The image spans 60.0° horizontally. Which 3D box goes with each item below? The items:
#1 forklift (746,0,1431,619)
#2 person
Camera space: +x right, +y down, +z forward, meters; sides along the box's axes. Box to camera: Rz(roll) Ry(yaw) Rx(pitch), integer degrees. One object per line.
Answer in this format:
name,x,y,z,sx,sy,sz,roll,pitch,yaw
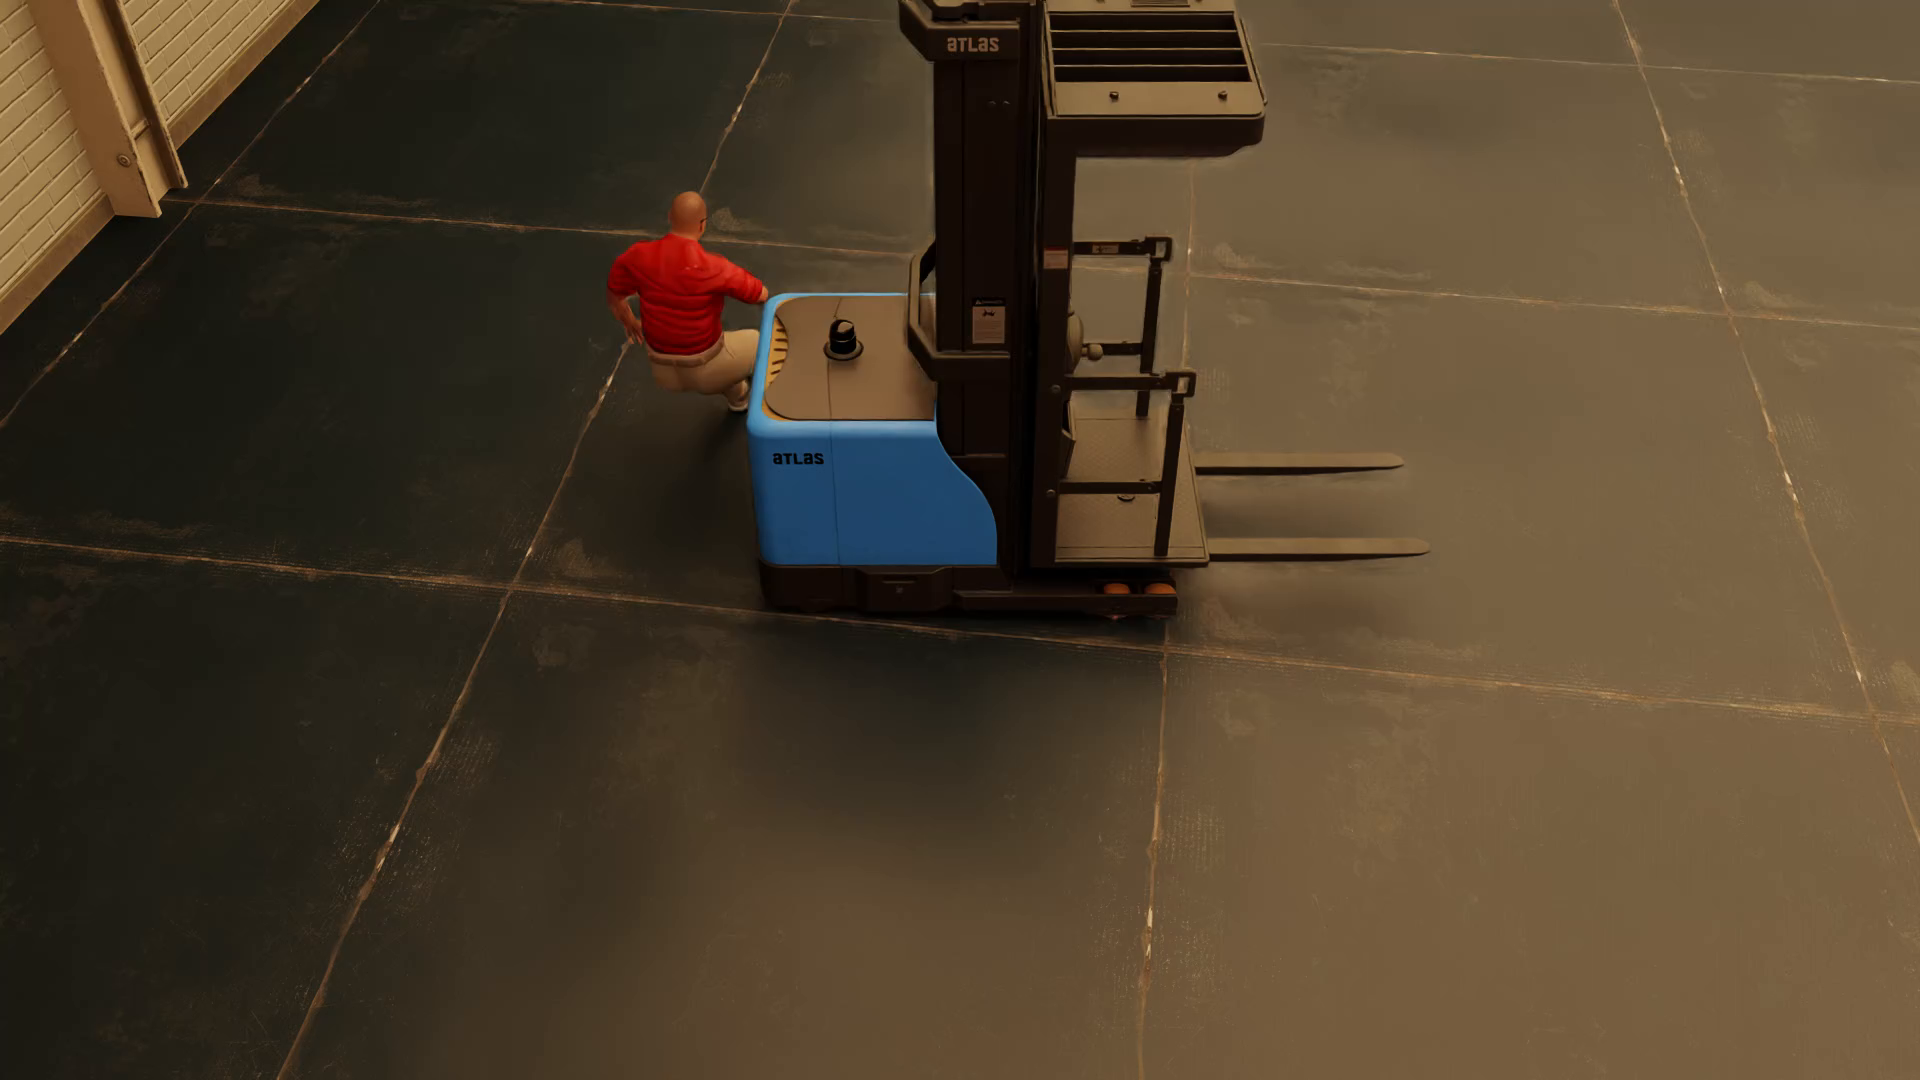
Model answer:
forklift,0.613,-1.087,6.908,3.031,2.935,1.130,0,43,0
person,-1.195,-1.083,8.041,0.776,1.516,0.905,10,43,11
